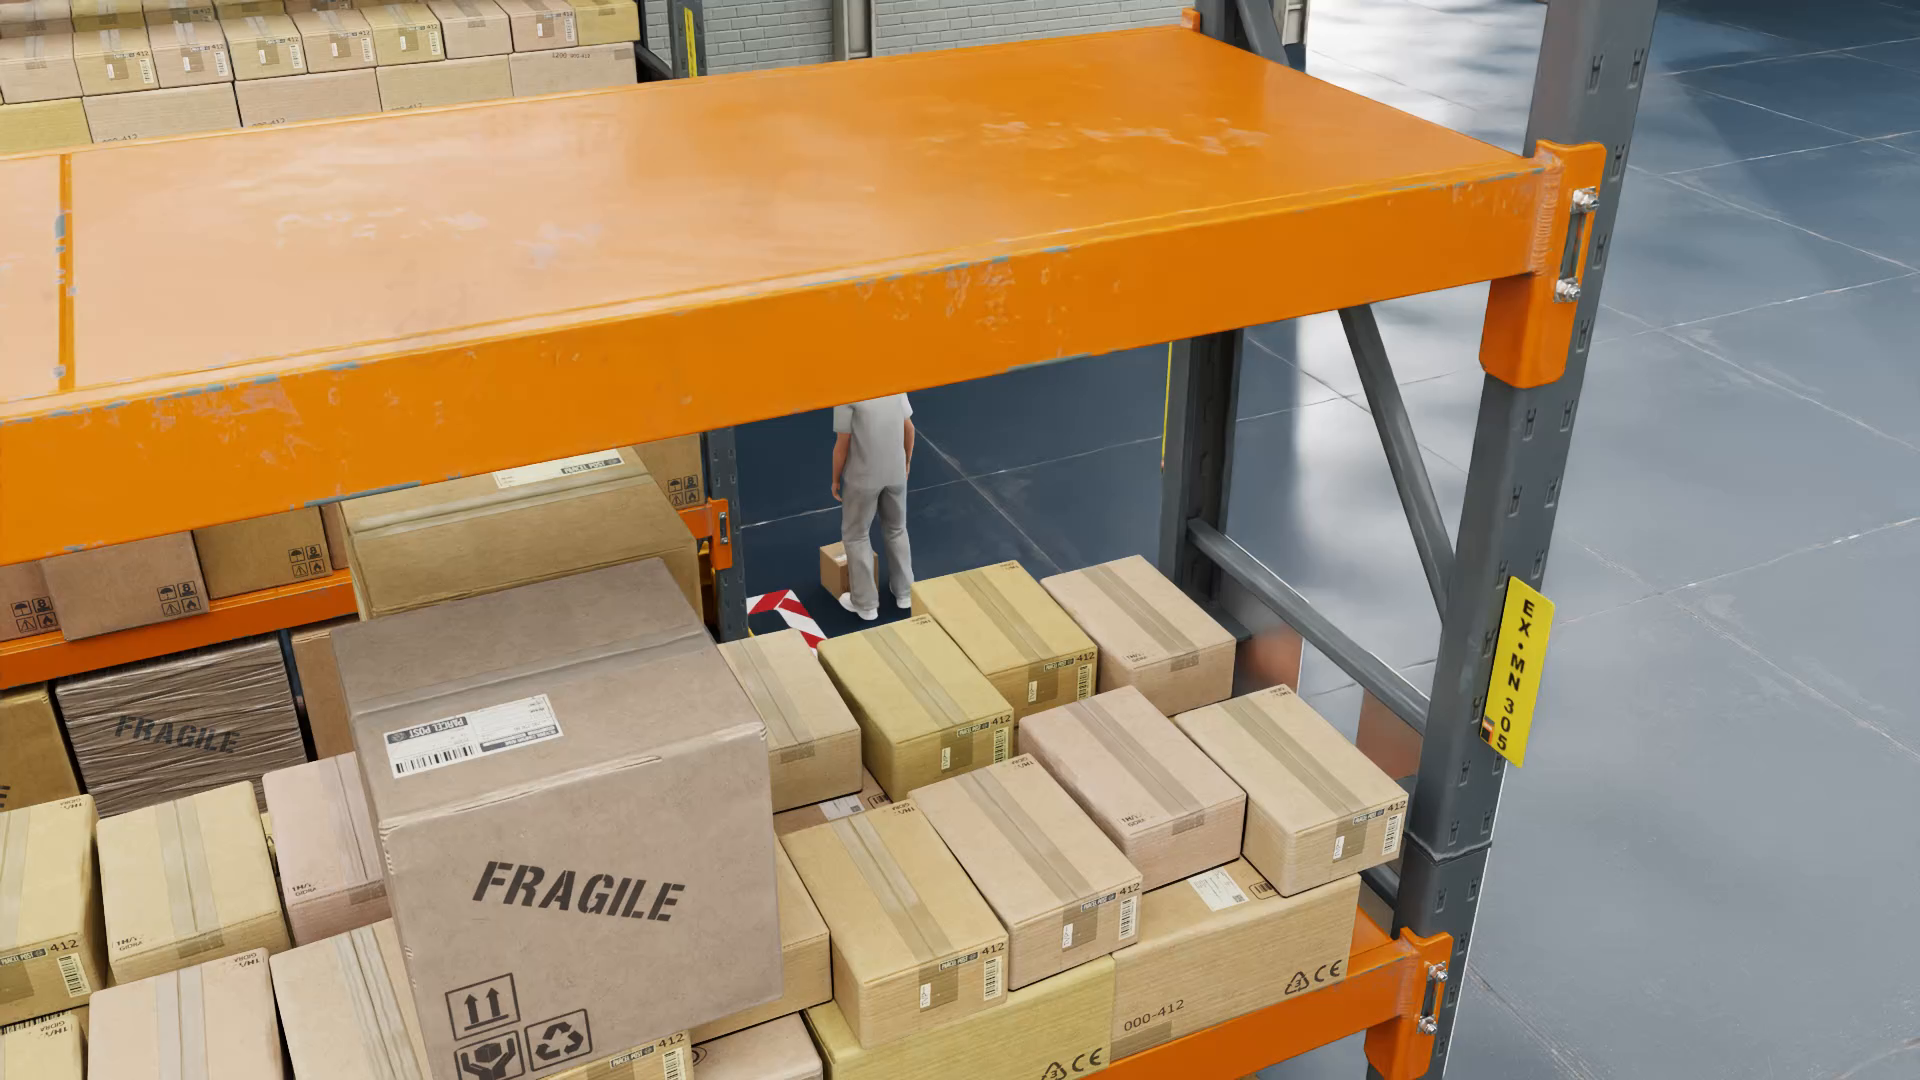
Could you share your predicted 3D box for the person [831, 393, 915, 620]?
[{"bbox_3d":[-0.476,-0.350,9.065,0.487,1.673,0.361,-16,33,-25],"label":"person"}]
